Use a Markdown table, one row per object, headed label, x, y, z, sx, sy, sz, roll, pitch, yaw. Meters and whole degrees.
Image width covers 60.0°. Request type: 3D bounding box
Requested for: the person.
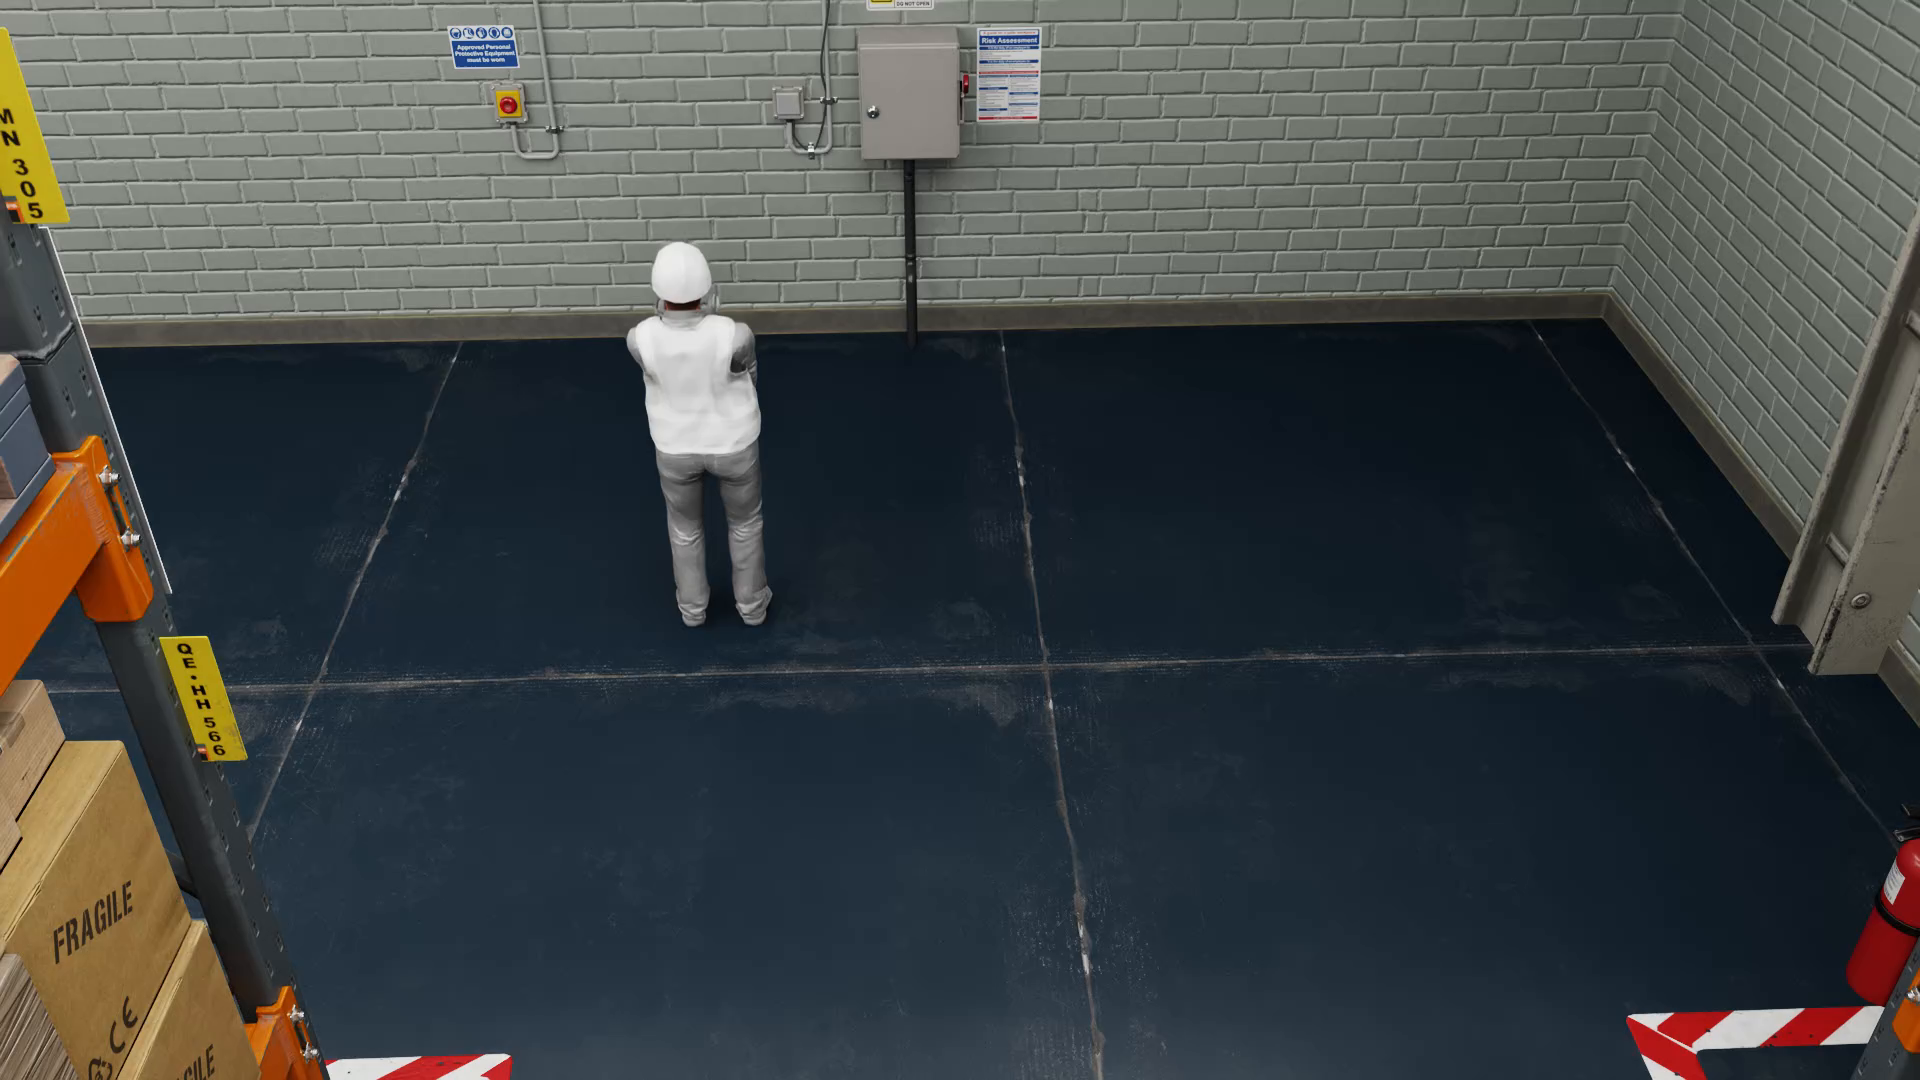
| label | x | y | z | sx | sy | sz | roll | pitch | yaw |
| --- | --- | --- | --- | --- | --- | --- | --- | --- | --- |
| person | -1.045 | -0.463 | 6.790 | 0.494 | 1.762 | 0.558 | -1 | 35 | -1 |
